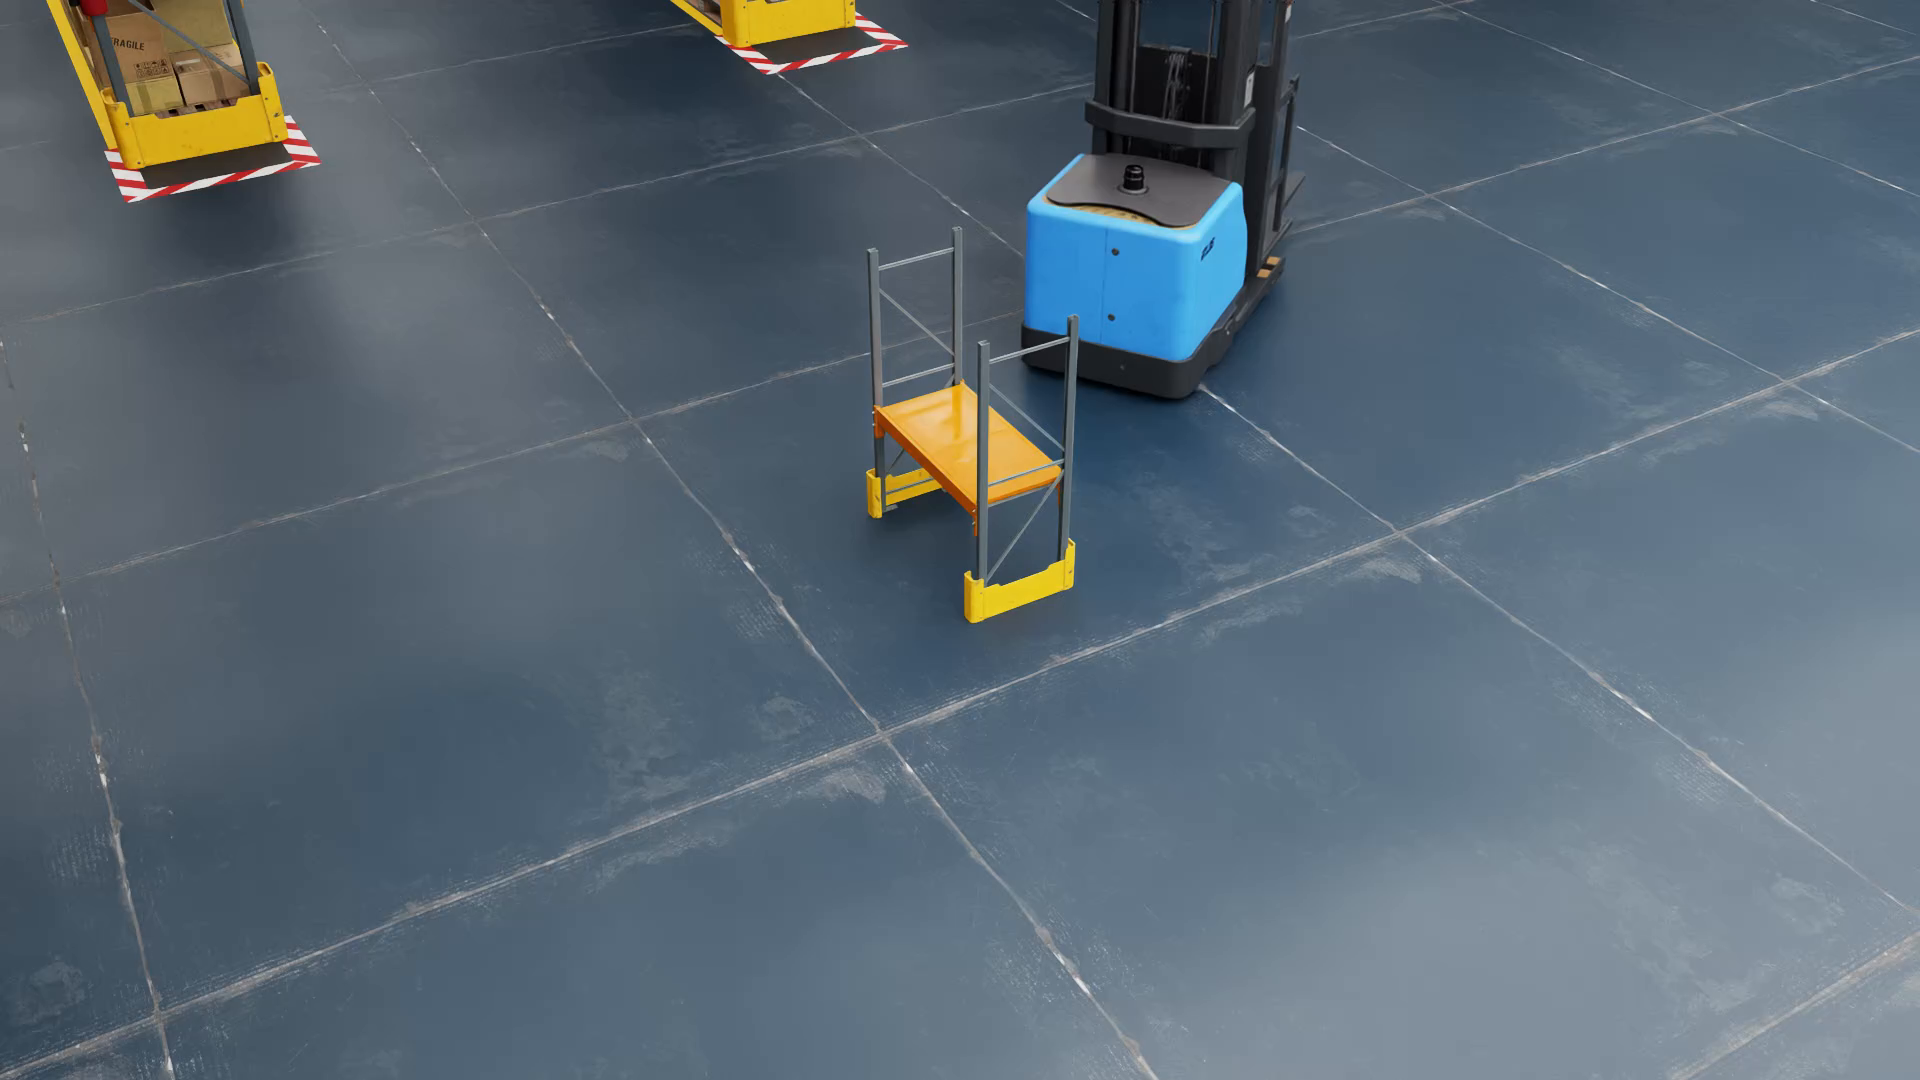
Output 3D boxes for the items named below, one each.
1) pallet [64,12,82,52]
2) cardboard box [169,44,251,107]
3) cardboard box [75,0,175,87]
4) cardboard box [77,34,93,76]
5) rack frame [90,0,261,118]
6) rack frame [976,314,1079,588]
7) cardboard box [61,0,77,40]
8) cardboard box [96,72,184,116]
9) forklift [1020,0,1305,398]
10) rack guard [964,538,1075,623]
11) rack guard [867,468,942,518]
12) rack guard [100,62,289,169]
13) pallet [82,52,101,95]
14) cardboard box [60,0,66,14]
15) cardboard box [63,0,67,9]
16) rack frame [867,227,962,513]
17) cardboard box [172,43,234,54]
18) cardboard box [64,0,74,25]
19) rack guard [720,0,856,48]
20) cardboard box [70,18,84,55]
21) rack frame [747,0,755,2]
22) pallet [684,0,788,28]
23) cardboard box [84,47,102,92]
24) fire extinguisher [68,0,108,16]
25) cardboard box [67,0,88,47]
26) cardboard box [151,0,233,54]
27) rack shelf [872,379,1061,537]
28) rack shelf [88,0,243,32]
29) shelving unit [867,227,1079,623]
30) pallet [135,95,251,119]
[{"bbox_3d":[-7.345,-4.685,14.713,1.003,0.211,1.213,-19,40,-24],"label":"pallet"},{"bbox_3d":[-5.775,-3.588,12.822,0.500,0.250,0.500,-19,40,-24],"label":"cardboard box"},{"bbox_3d":[-6.225,-3.737,12.390,0.500,0.500,0.500,-19,40,-24],"label":"cardboard box"},{"bbox_3d":[-6.737,-3.941,13.305,0.500,0.250,0.500,-19,40,-24],"label":"cardboard box"},{"bbox_3d":[-5.698,-4.190,11.670,1.000,3.000,0.127,-19,40,-24],"label":"rack frame"},{"bbox_3d":[0.298,-0.303,7.621,0.500,1.500,0.032,-19,40,-24],"label":"rack frame"},{"bbox_3d":[-7.243,-4.449,14.001,0.500,0.250,0.500,-19,40,-24],"label":"cardboard box"},{"bbox_3d":[-6.223,-3.435,12.612,0.500,0.250,0.500,-19,40,-24],"label":"cardboard box"},{"bbox_3d":[1.450,-2.848,9.891,1.130,2.935,3.031,16,39,20],"label":"forklift"},{"bbox_3d":[0.289,0.192,8.003,0.587,0.250,0.087,-19,40,-24],"label":"rack guard"},{"bbox_3d":[-0.212,-0.316,8.698,0.587,0.250,0.087,-19,40,-24],"label":"rack guard"},{"bbox_3d":[-5.686,-3.168,12.391,1.175,0.500,0.348,-19,40,-24],"label":"rack guard"},{"bbox_3d":[-6.728,-4.063,13.861,1.003,0.211,1.213,-19,40,-24],"label":"pallet"},{"bbox_3d":[-7.490,-4.706,14.352,0.500,0.250,0.500,-19,40,-24],"label":"cardboard box"},{"bbox_3d":[-7.243,-4.752,13.780,0.500,0.500,0.500,-19,40,-24],"label":"cardboard box"},{"bbox_3d":[-0.213,-0.821,8.330,0.500,1.500,0.032,-19,40,-24],"label":"rack frame"},{"bbox_3d":[-6.030,-3.842,13.170,0.500,0.250,0.500,-19,40,-24],"label":"cardboard box"},{"bbox_3d":[-6.990,-4.498,13.432,0.500,0.500,0.500,-19,40,-24],"label":"cardboard box"},{"bbox_3d":[-1.492,-4.671,14.449,1.175,0.500,0.348,-19,40,-24],"label":"rack guard"},{"bbox_3d":[-6.987,-4.196,13.655,0.500,0.250,0.500,-19,40,-24],"label":"cardboard box"},{"bbox_3d":[-1.414,-5.655,13.677,1.000,3.000,0.127,-19,40,-24],"label":"rack frame"},{"bbox_3d":[-1.896,-4.970,15.103,1.003,0.211,1.213,-19,40,-24],"label":"pallet"},{"bbox_3d":[-6.485,-3.686,12.956,0.500,0.250,0.500,-19,40,-24],"label":"cardboard box"},{"bbox_3d":[-6.041,-3.960,11.422,0.296,0.674,0.183,-19,40,-24],"label":"fire extinguisher"},{"bbox_3d":[-6.740,-4.243,13.082,0.500,0.500,0.500,-19,40,-24],"label":"cardboard box"},{"bbox_3d":[-6.028,-4.145,12.949,0.500,0.500,0.500,-19,40,-24],"label":"cardboard box"},{"bbox_3d":[0.043,-0.417,8.082,0.538,0.185,1.000,-19,40,-24],"label":"rack shelf"},{"bbox_3d":[-6.703,-4.919,13.279,1.077,0.370,4.000,-19,40,-24],"label":"rack shelf"},{"bbox_3d":[0.038,-0.567,7.982,0.587,1.500,1.083,-19,40,-24],"label":"shelving unit"},{"bbox_3d":[-6.119,-3.441,13.010,1.003,0.211,1.213,-19,40,-24],"label":"pallet"}]
